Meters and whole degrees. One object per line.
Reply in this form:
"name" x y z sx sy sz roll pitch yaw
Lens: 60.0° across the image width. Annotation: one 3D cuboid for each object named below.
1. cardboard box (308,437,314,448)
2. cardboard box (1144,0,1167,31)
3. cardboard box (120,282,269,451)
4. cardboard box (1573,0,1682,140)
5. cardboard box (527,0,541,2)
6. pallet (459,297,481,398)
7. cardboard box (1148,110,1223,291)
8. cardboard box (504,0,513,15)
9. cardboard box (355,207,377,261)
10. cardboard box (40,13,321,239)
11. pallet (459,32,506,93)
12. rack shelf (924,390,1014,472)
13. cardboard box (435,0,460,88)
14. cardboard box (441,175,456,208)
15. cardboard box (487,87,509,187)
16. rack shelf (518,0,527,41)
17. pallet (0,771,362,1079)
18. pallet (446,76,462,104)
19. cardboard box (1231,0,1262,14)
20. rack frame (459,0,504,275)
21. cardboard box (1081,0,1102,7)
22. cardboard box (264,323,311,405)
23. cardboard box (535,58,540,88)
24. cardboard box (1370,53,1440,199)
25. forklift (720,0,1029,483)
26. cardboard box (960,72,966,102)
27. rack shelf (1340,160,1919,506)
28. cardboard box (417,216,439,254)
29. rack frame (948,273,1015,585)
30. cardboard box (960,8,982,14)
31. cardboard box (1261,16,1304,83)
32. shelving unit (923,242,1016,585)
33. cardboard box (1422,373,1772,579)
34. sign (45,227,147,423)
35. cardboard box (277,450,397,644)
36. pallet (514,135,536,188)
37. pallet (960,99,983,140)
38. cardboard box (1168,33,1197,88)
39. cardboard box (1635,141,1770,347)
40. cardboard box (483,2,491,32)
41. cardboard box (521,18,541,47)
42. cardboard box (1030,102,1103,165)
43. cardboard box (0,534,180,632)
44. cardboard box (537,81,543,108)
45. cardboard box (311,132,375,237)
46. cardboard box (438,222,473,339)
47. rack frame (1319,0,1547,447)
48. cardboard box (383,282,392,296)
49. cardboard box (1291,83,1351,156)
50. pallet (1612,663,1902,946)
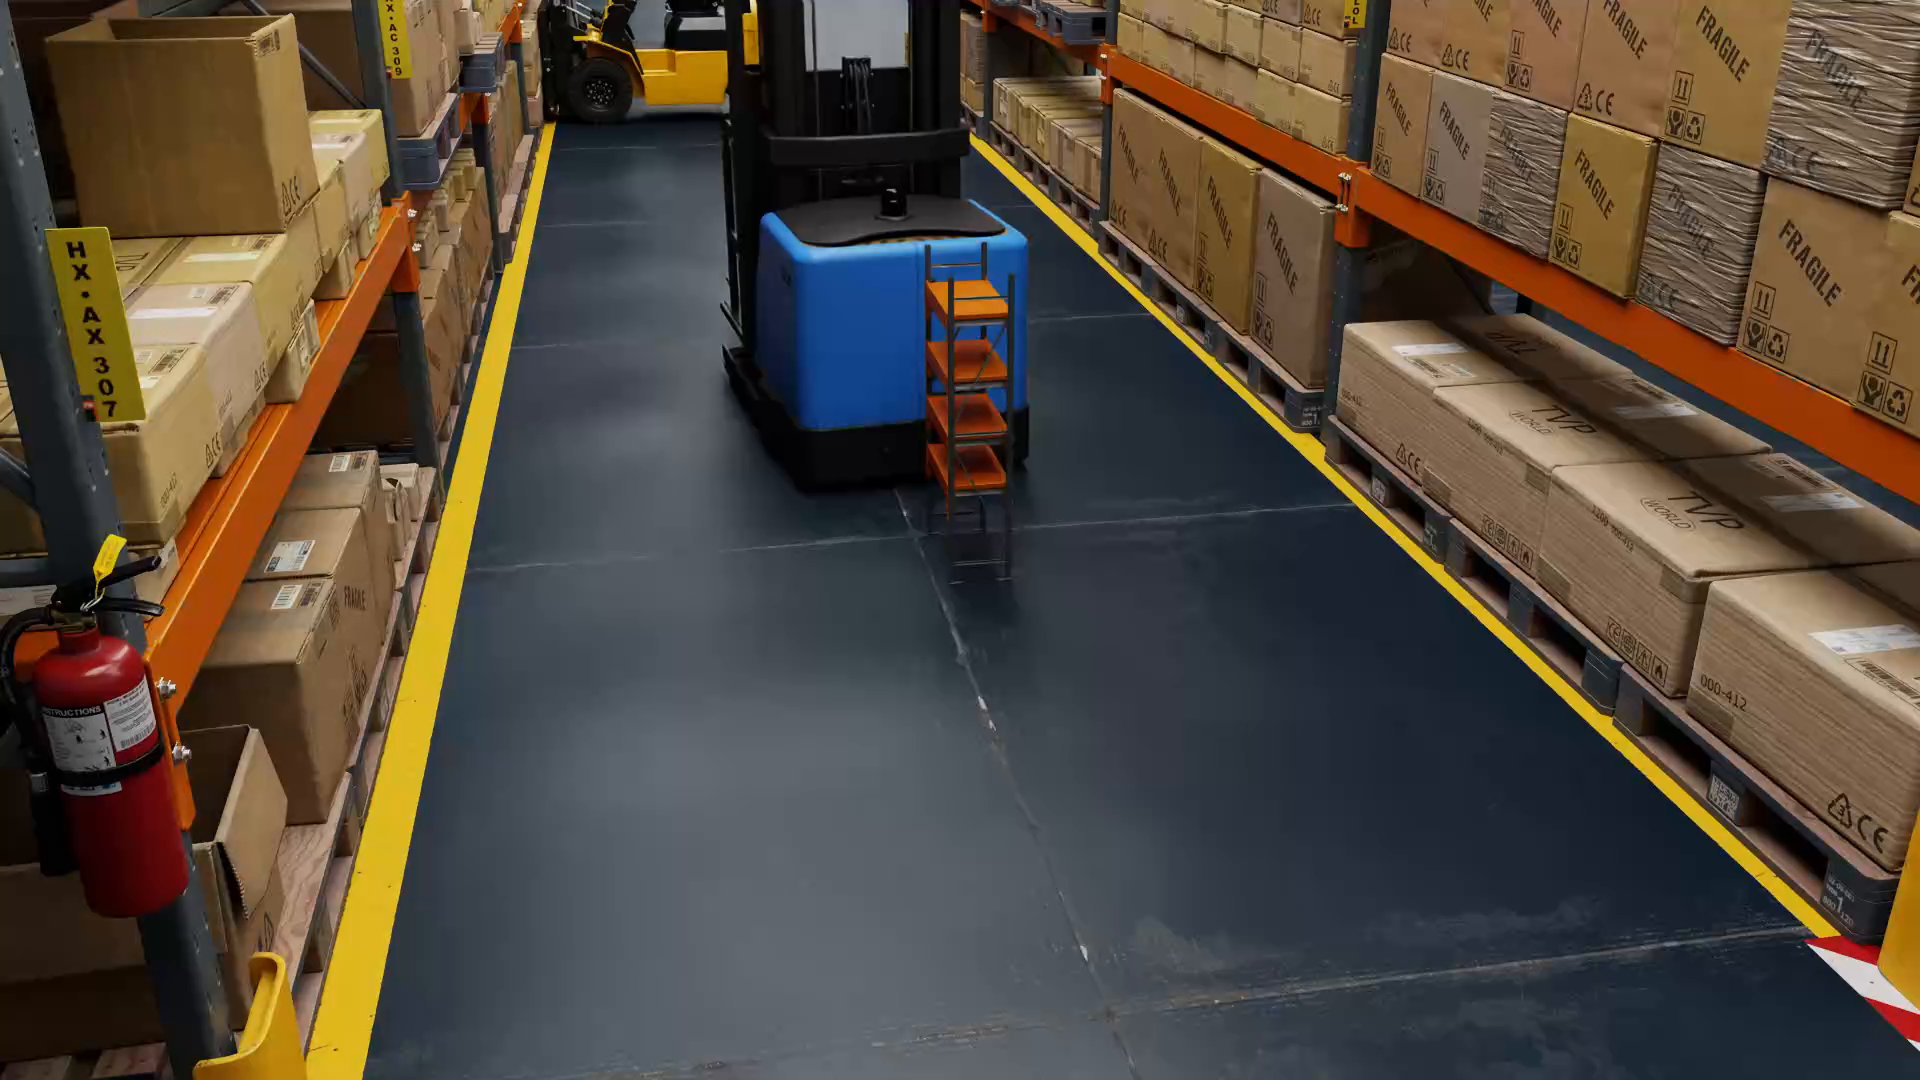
"cardboard box" -3.068 -0.702 7.209 0.500 0.500 0.500 -4 24 -10
"cardboard box" 1.397 -3.166 9.813 0.500 0.250 0.500 -4 24 -8
"cardboard box" -1.859 -0.375 3.677 0.500 0.250 0.500 -4 24 -9
"cardboard box" 2.303 -1.552 5.181 0.500 0.500 0.500 -4 24 -10
"cardboard box" -4.514 -5.437 17.112 0.500 0.250 0.500 -4 24 -8
"pallet" -3.103 -1.004 8.786 1.003 0.211 1.213 -4 24 -10
"cardboard box" 1.658 -2.016 9.748 0.875 0.875 0.875 -4 24 -9
"cardboard box" -3.717 -4.186 12.774 0.500 0.250 0.500 -4 24 -10
"cardboard box" -2.238 -1.061 5.745 0.380 0.149 0.250 -4 24 -8
"cardboard box" -2.044 -1.110 4.423 0.500 0.500 0.500 -4 24 -8
"pallet" -3.232 -2.708 9.443 1.213 0.211 1.003 -4 24 -10
"rack shelf" 0.031 -0.423 6.388 0.258 0.148 0.480 -4 24 -10
"cardboard box" -2.797 -2.442 7.943 0.700 0.500 0.500 -4 24 -10
"cardboard box" -2.995 -1.907 9.157 0.380 0.149 0.250 -4 24 -8
"cardboard box" -3.781 -2.929 12.151 0.875 0.625 0.625 -5 24 -12
"rack shelf" -4.536 -5.088 15.550 1.077 0.370 4.000 -4 24 -10
"pallet" -2.109 1.024 4.142 1.003 0.211 1.213 -4 24 -10
"pallet" -3.062 -2.205 8.290 1.003 0.211 1.213 -4 24 -10
"cardboard box" 1.684 -2.918 8.309 0.500 0.500 0.500 -4 24 -8
"rack frame" -3.426 -3.057 10.003 1.000 3.000 0.127 -4 24 -10
"cardboard box" 1.039 -3.715 11.298 0.380 0.149 0.250 -4 24 -9
"cardboard box" -1.927 -0.456 4.359 0.380 0.149 0.250 -5 24 -11
"cardboard box" -4.047 -4.203 14.913 0.500 0.250 0.500 -4 24 -10
"cardboard box" 2.020 -1.695 6.758 0.500 0.500 0.500 -4 24 -8
"forklift" -0.606 -2.151 8.014 1.130 2.935 3.031 -7 25 -15
"cardboard box" 0.230 -4.353 15.881 0.500 0.250 0.500 -5 24 -11
"rack shelf" 2.561 -0.737 5.588 1.077 0.370 4.000 -4 24 -10
"cardboard box" -2.794 -1.498 8.220 0.380 0.149 0.250 -3 24 -8
"rack frame" 0.076 -0.389 6.141 0.240 1.200 0.015 -4 24 -10
"cardboard box" 0.147 -4.889 16.170 0.500 0.500 0.500 -3 24 -7
"cardboard box" 1.771 -2.365 7.979 0.500 0.250 0.500 -4 24 -8
"shelving unit" 0.031 -0.485 6.361 0.258 1.200 0.503 -4 24 -10
"cardboard box" 2.368 -0.264 6.284 0.875 0.438 0.875 -5 24 -11
"sign" -1.413 -0.348 2.717 0.100 0.325 0.005 -4 24 -10
"cardboard box" -2.278 0.047 5.492 0.700 0.500 0.500 -5 24 -12
"pallet" -3.991 -3.066 13.506 1.003 0.211 1.213 -4 24 -10
"pallet" 0.553 -3.983 15.607 1.003 0.211 1.213 -4 24 -10
"cardboard box" 1.498 -2.739 9.461 0.500 0.250 0.500 -4 24 -8
"cardboard box" 2.399 -0.896 4.928 0.500 0.500 0.500 -4 24 -8
"cardboard box" -3.356 -3.380 10.928 0.500 0.250 0.500 -5 24 -11
"cardboard box" -4.135 -4.632 15.269 0.500 0.250 0.500 -3 24 -8
"cardboard box" 1.078 -3.226 13.147 0.950 0.372 0.625 -4 24 -8
"cardboard box" -1.738 0.055 3.191 0.380 0.149 0.250 -4 24 -10
"cardboard box" -4.039 -3.977 15.018 0.500 0.250 0.500 -5 24 -11
"cardboard box" -2.245 -1.173 5.505 0.500 0.250 0.500 -4 24 -10
"cardboard box" -2.841 -1.348 8.687 0.500 0.500 0.500 -5 24 -12
"rack frame" 2.191 -1.853 7.245 1.000 3.000 0.127 -4 24 -10
"cardboard box" -2.551 -1.121 6.985 0.380 0.149 0.250 -5 24 -11
"cardboard box" 1.860 -1.942 7.636 0.500 0.250 0.500 -5 24 -11
"pallet" 2.706 0.690 4.907 1.003 0.211 1.213 -4 24 -10
